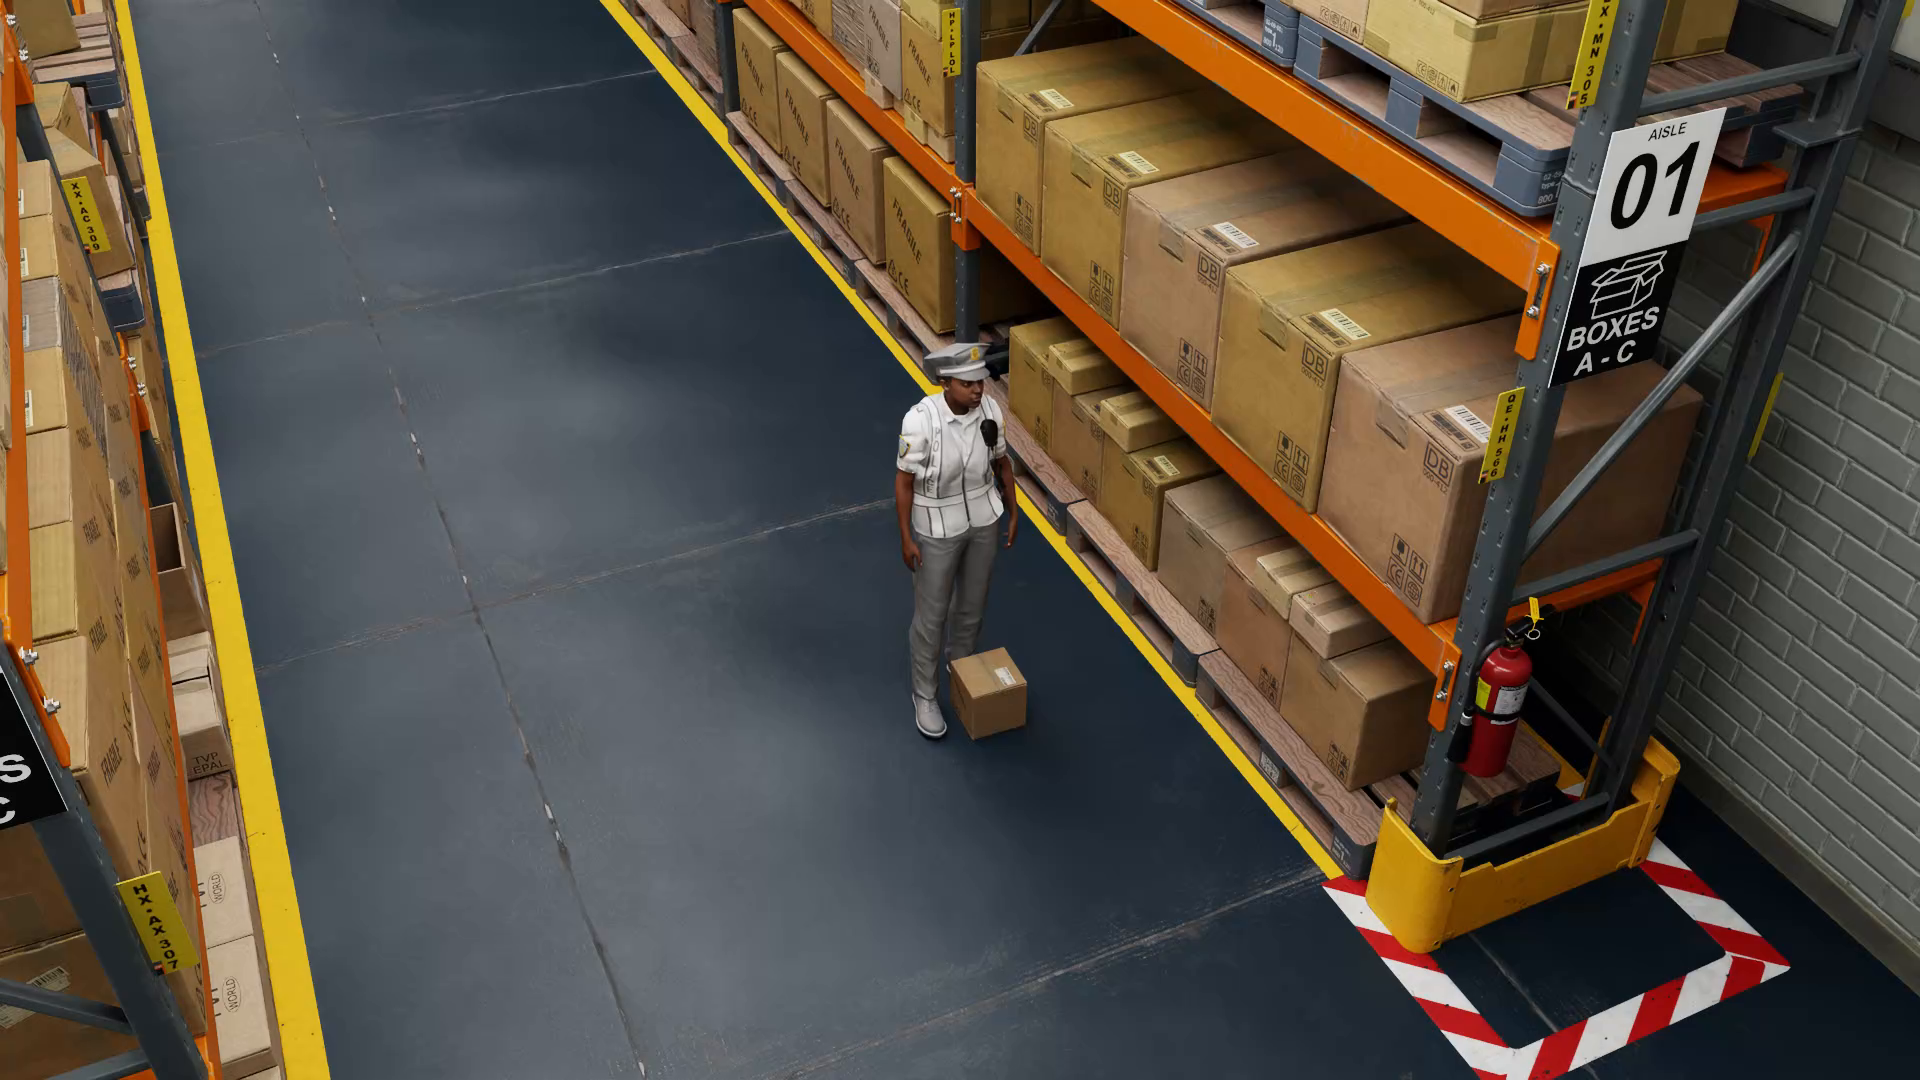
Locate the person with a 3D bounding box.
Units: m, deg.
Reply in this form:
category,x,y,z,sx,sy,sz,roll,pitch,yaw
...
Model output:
category,x,y,z,sx,sy,sz,roll,pitch,yaw
person,0.004,-0.025,6.843,0.570,1.697,0.528,-16,40,-20
